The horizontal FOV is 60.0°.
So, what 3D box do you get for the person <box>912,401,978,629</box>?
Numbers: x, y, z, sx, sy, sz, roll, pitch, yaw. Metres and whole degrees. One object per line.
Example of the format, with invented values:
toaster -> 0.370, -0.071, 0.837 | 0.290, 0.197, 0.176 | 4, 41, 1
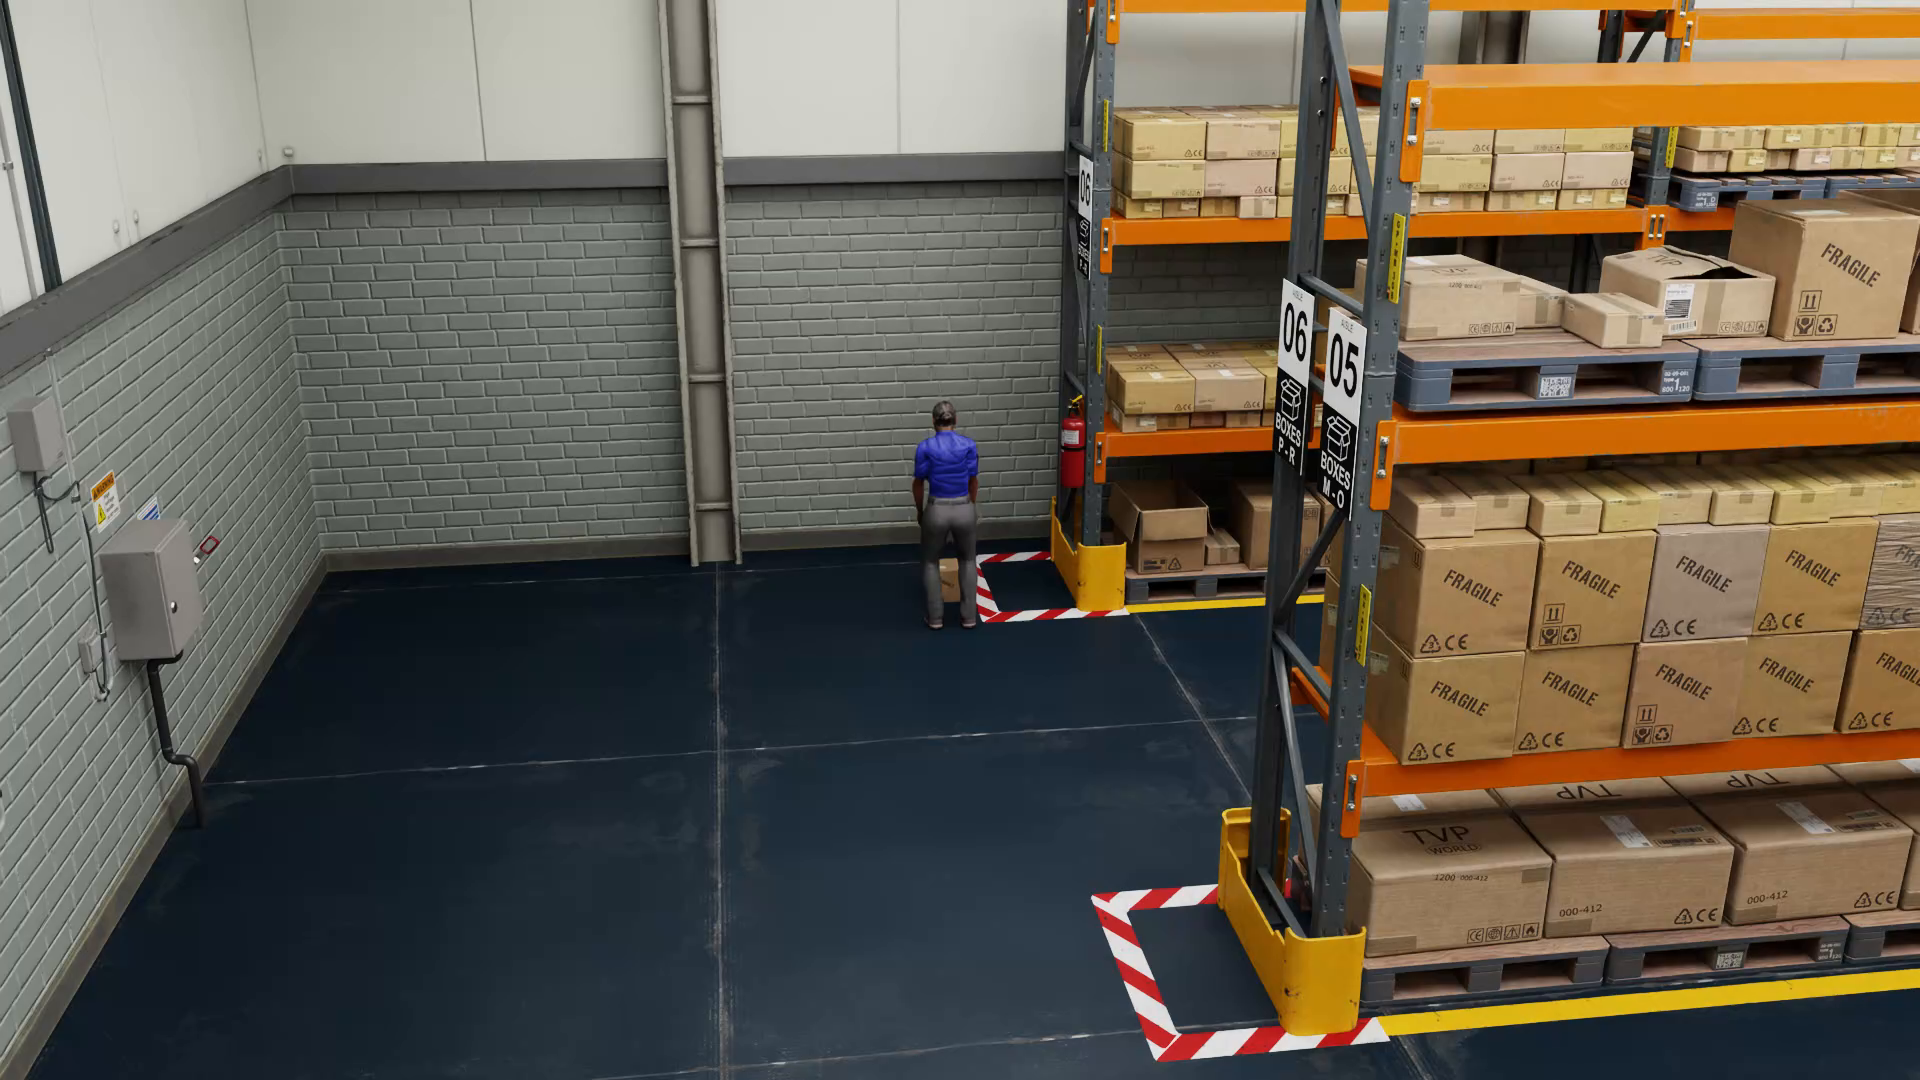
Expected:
person -> -0.101, -0.158, 11.604 | 0.457, 1.610, 0.375 | -2, 20, -5
